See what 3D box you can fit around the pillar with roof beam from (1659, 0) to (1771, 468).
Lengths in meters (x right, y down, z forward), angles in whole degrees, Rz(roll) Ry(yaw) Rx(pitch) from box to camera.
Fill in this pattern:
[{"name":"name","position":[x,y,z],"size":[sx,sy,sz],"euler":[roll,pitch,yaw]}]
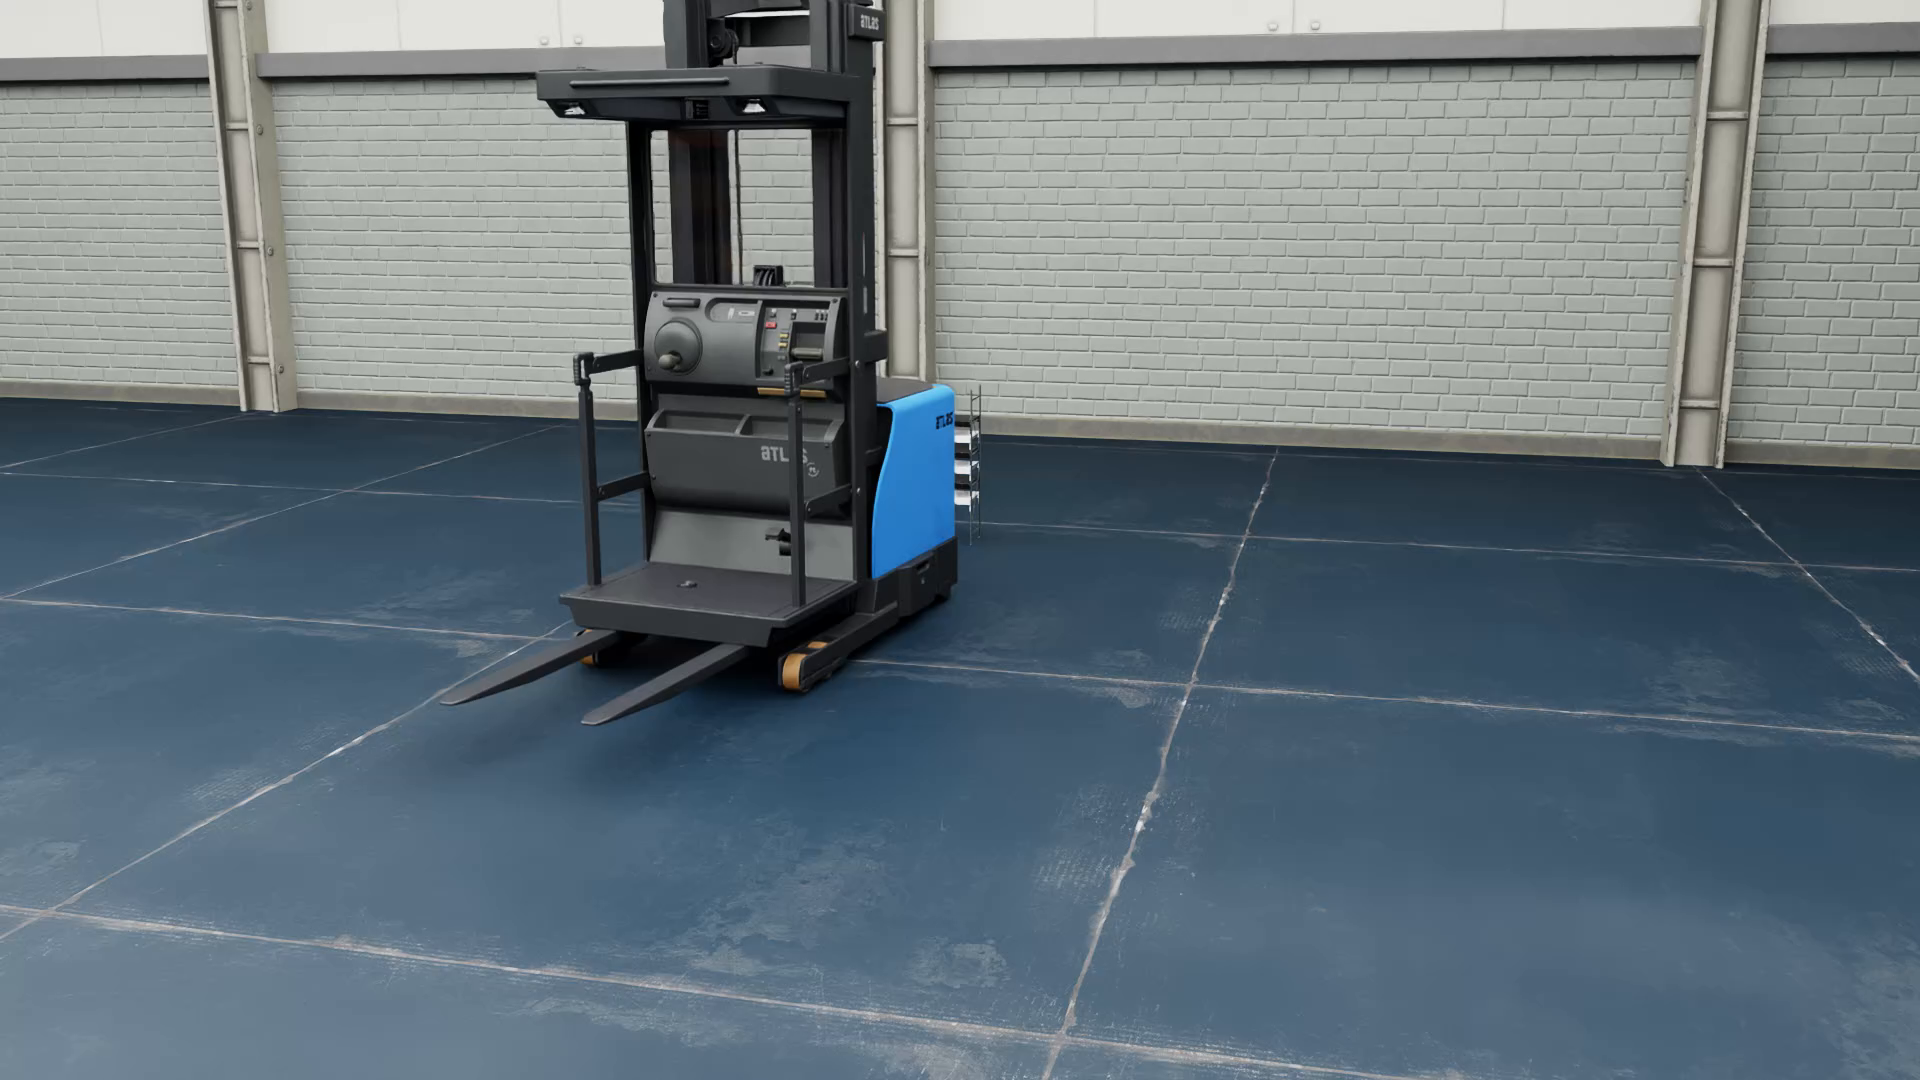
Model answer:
[{"name":"pillar with roof beam","position":[4.364,-4.052,7.219],"size":[0.400,9.000,9.100],"euler":[3,13,14]}]

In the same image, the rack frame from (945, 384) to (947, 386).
[{"name":"rack frame","position":[-0.107,-0.445,9.662],"size":[0.006,0.900,0.240],"euler":[3,13,14]}]

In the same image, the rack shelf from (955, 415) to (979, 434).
[{"name":"rack shelf","position":[-0.008,-0.671,9.587],"size":[0.200,0.077,0.258],"euler":[3,13,14]}]

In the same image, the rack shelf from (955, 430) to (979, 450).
[{"name":"rack shelf","position":[-0.008,-0.583,9.606],"size":[0.200,0.077,0.258],"euler":[3,13,14]}]

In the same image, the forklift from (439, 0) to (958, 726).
[{"name":"forklift","position":[-1.026,-0.900,7.025],"size":[1.130,2.935,3.031],"euler":[5,13,21]}]

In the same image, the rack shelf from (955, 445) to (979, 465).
[{"name":"rack shelf","position":[-0.008,-0.495,9.626],"size":[0.200,0.077,0.258],"euler":[3,13,14]}]

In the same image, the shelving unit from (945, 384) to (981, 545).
[{"name":"shelving unit","position":[-0.008,-0.440,9.638],"size":[0.210,0.900,0.258],"euler":[3,13,14]}]

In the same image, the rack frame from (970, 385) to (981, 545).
[{"name":"rack frame","position":[0.091,-0.434,9.614],"size":[0.006,0.900,0.240],"euler":[3,13,14]}]

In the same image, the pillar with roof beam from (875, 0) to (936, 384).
[{"name":"pillar with roof beam","position":[-1.461,-4.363,8.622],"size":[0.400,9.000,9.100],"euler":[3,13,14]}]

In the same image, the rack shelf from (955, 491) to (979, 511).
[{"name":"rack shelf","position":[-0.008,-0.231,9.684],"size":[0.200,0.077,0.258],"euler":[3,13,14]}]

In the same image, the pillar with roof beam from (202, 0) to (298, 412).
[{"name":"pillar with roof beam","position":[-7.286,-4.674,10.026],"size":[0.400,9.000,9.100],"euler":[3,13,14]}]

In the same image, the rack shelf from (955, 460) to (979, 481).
[{"name":"rack shelf","position":[-0.008,-0.407,9.645],"size":[0.200,0.077,0.258],"euler":[3,13,14]}]

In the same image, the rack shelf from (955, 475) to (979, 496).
[{"name":"rack shelf","position":[-0.008,-0.319,9.665],"size":[0.200,0.077,0.258],"euler":[3,13,14]}]
